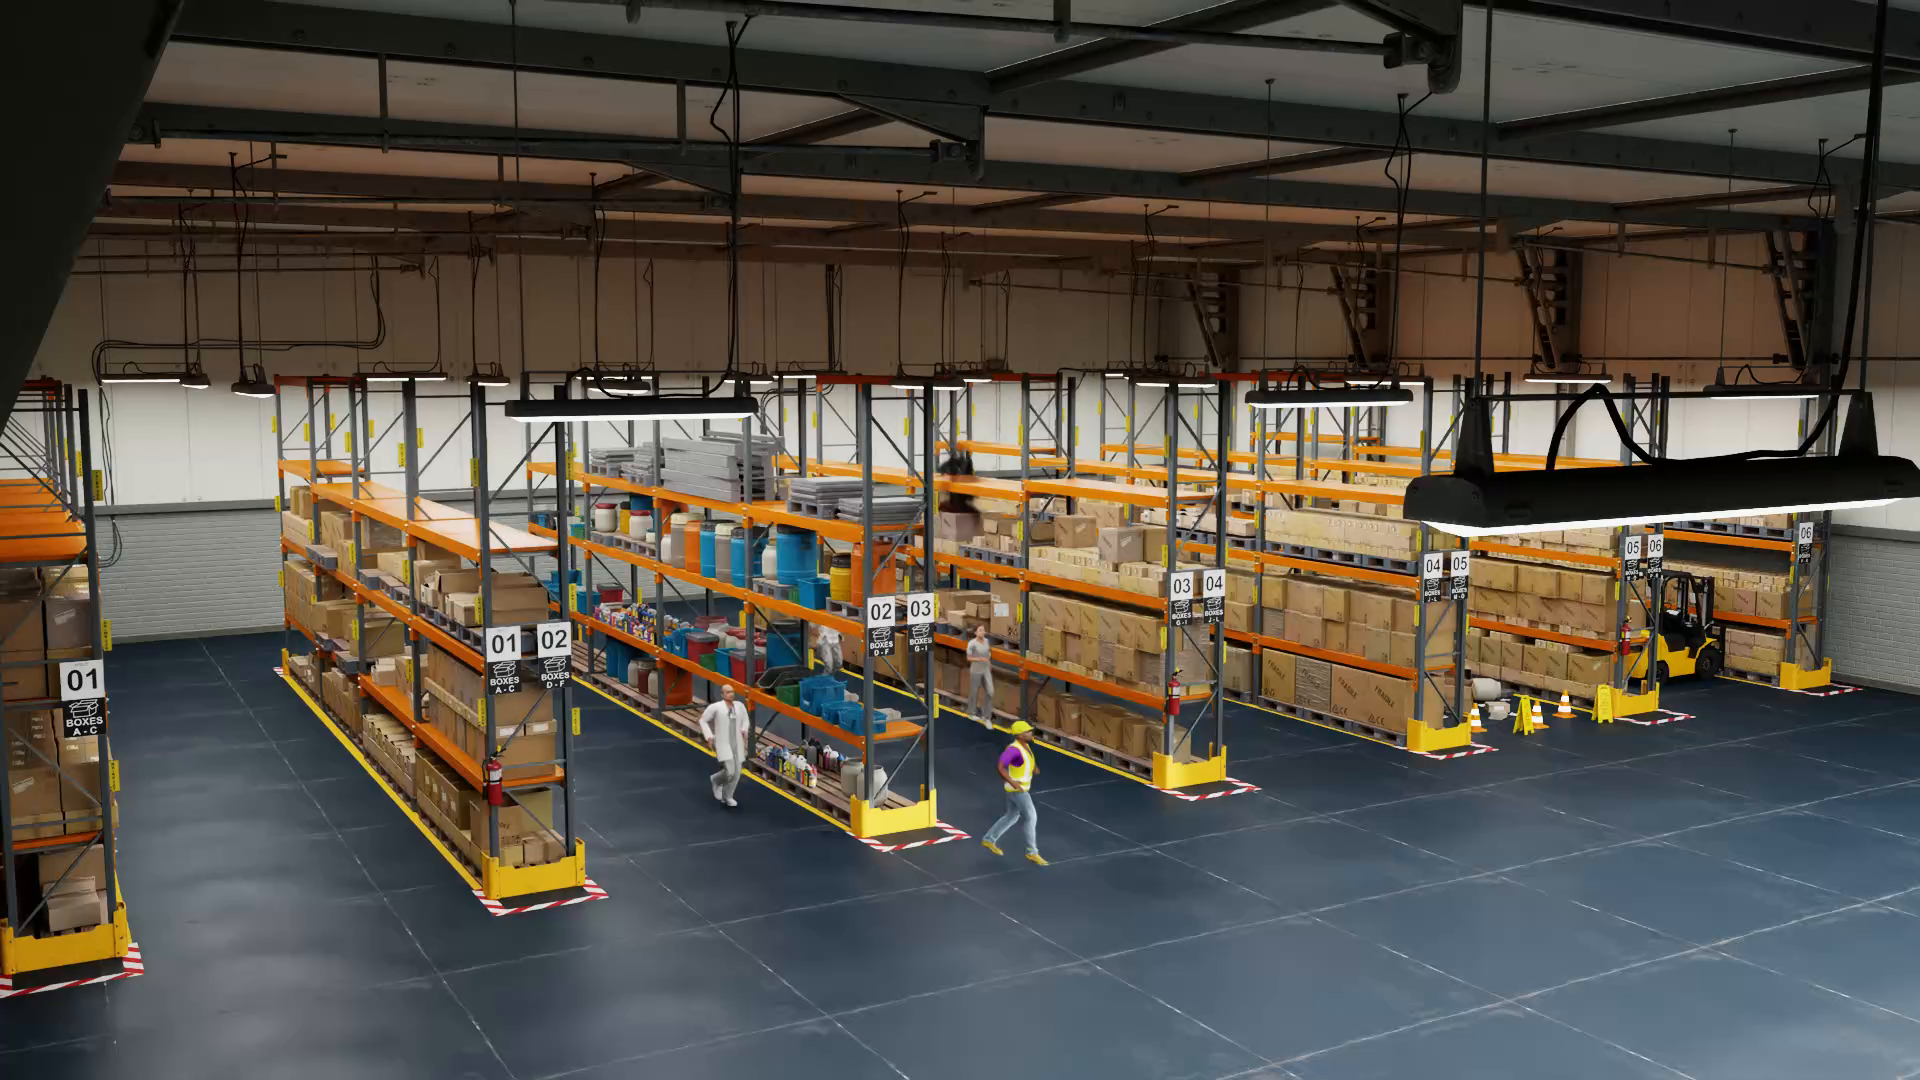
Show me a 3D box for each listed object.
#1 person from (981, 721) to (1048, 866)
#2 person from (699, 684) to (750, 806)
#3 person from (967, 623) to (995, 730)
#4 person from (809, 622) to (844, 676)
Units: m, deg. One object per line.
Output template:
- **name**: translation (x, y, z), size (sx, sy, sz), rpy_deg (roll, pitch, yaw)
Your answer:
- **person**: translation (0.701, 3.156, 20.940), size (0.862, 1.808, 0.715), rpy_deg (1, 6, 8)
- **person**: translation (-3.244, 2.906, 23.458), size (0.704, 1.732, 0.595), rpy_deg (-4, 8, -35)
- **person**: translation (0.339, 2.240, 27.402), size (0.542, 1.763, 0.711), rpy_deg (-3, 7, -29)
- **person**: translation (-2.381, 1.879, 30.141), size (0.679, 1.744, 0.571), rpy_deg (-5, 8, -39)
